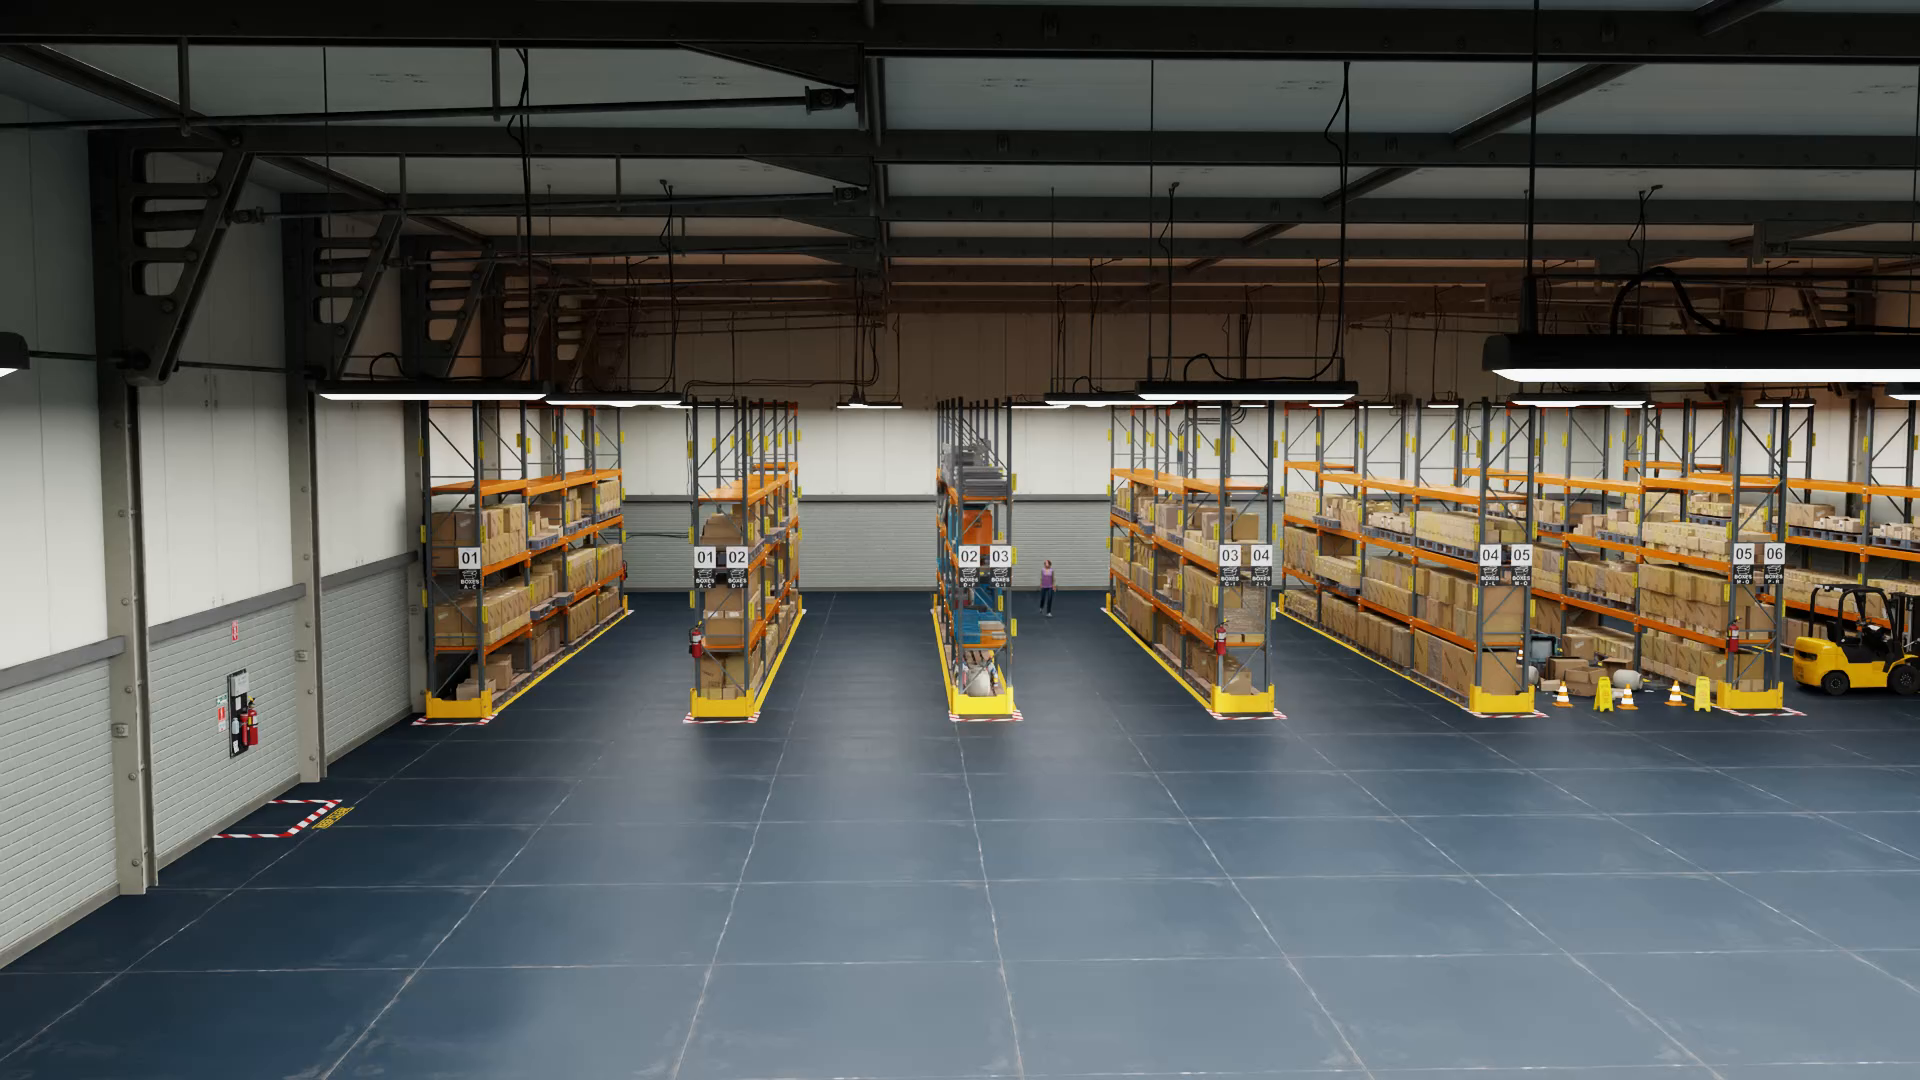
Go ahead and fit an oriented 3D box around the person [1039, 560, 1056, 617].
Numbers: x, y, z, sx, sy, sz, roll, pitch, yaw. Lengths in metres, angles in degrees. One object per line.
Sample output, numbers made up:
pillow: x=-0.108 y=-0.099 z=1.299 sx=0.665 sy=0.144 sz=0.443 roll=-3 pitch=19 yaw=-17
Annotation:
person: x=2.439 y=1.335 z=46.415 sx=0.428 sy=1.592 sz=0.479 roll=-1 pitch=4 yaw=-8
